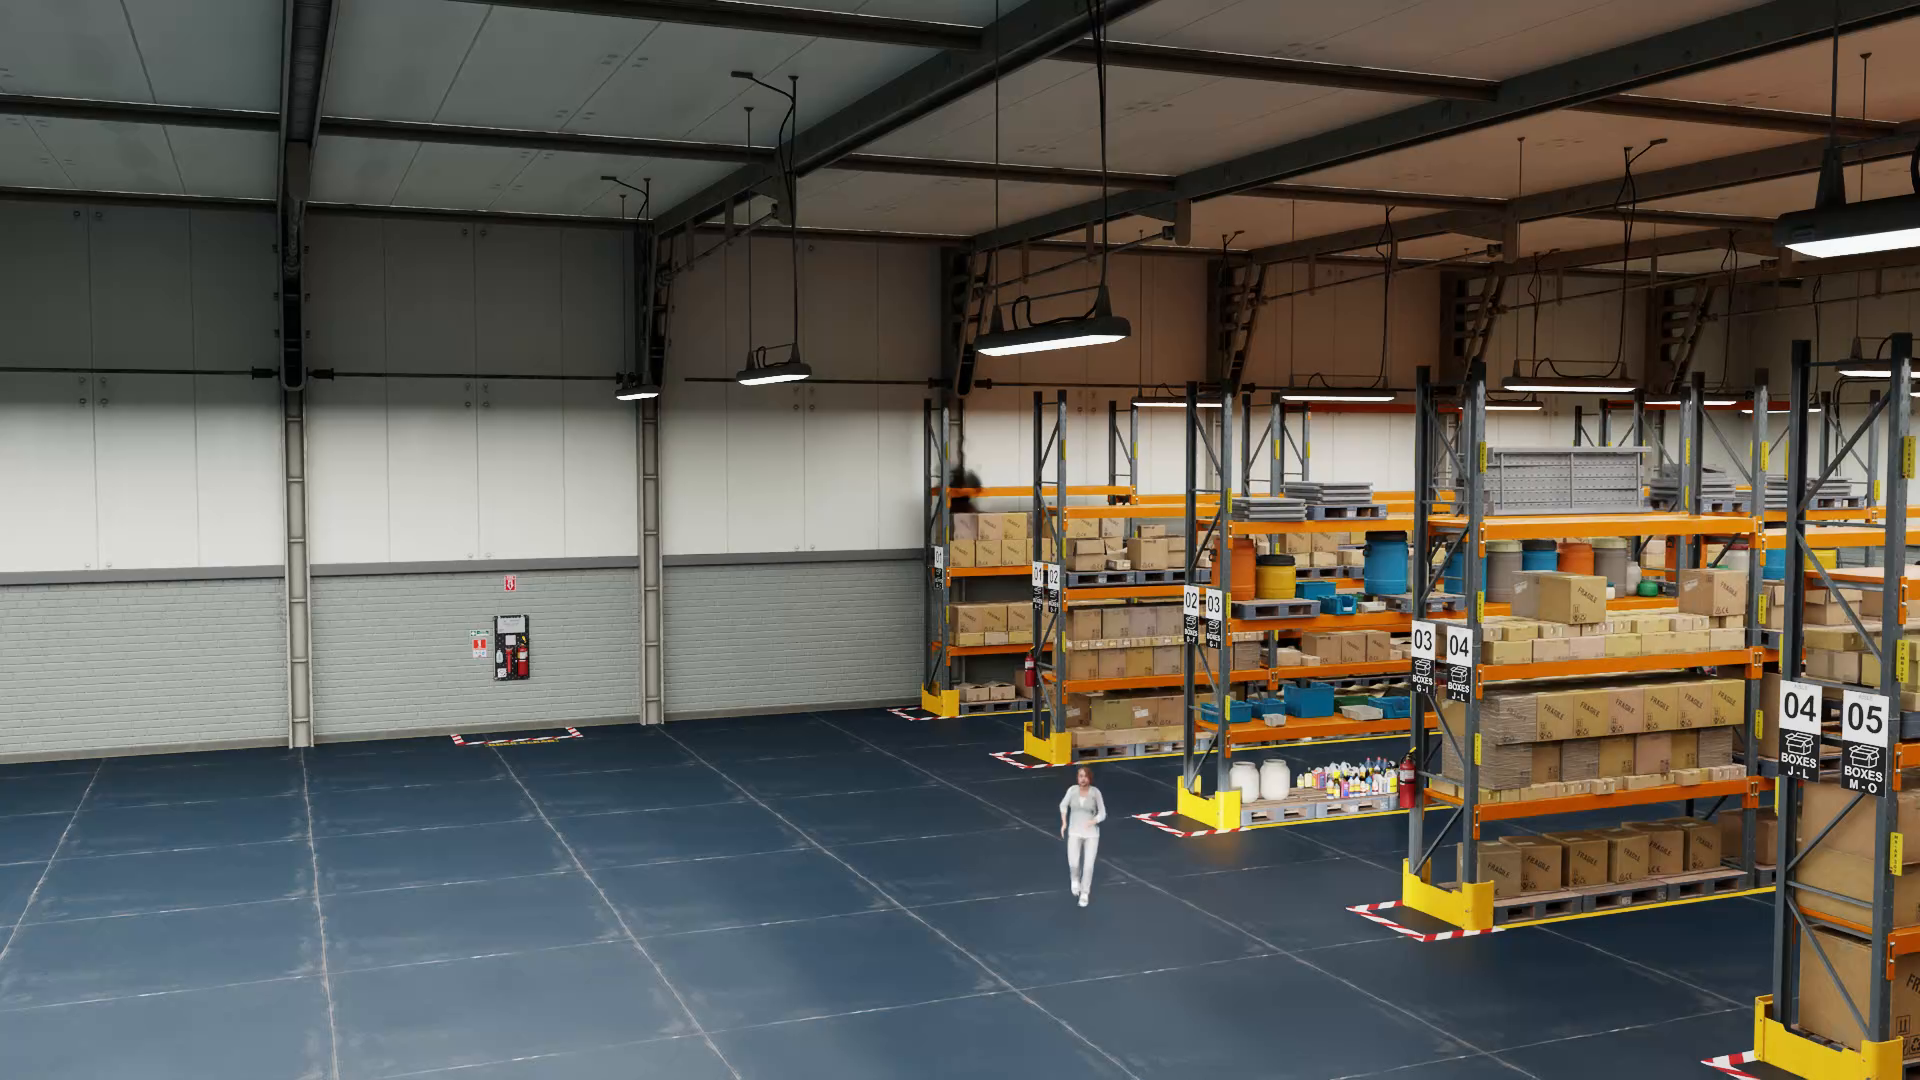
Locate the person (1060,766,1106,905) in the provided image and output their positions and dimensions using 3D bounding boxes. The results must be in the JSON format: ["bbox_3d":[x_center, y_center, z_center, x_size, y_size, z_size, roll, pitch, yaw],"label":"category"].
[{"bbox_3d":[1.355,3.297,18.472,0.528,1.560,0.544,0,3,8],"label":"person"}]
